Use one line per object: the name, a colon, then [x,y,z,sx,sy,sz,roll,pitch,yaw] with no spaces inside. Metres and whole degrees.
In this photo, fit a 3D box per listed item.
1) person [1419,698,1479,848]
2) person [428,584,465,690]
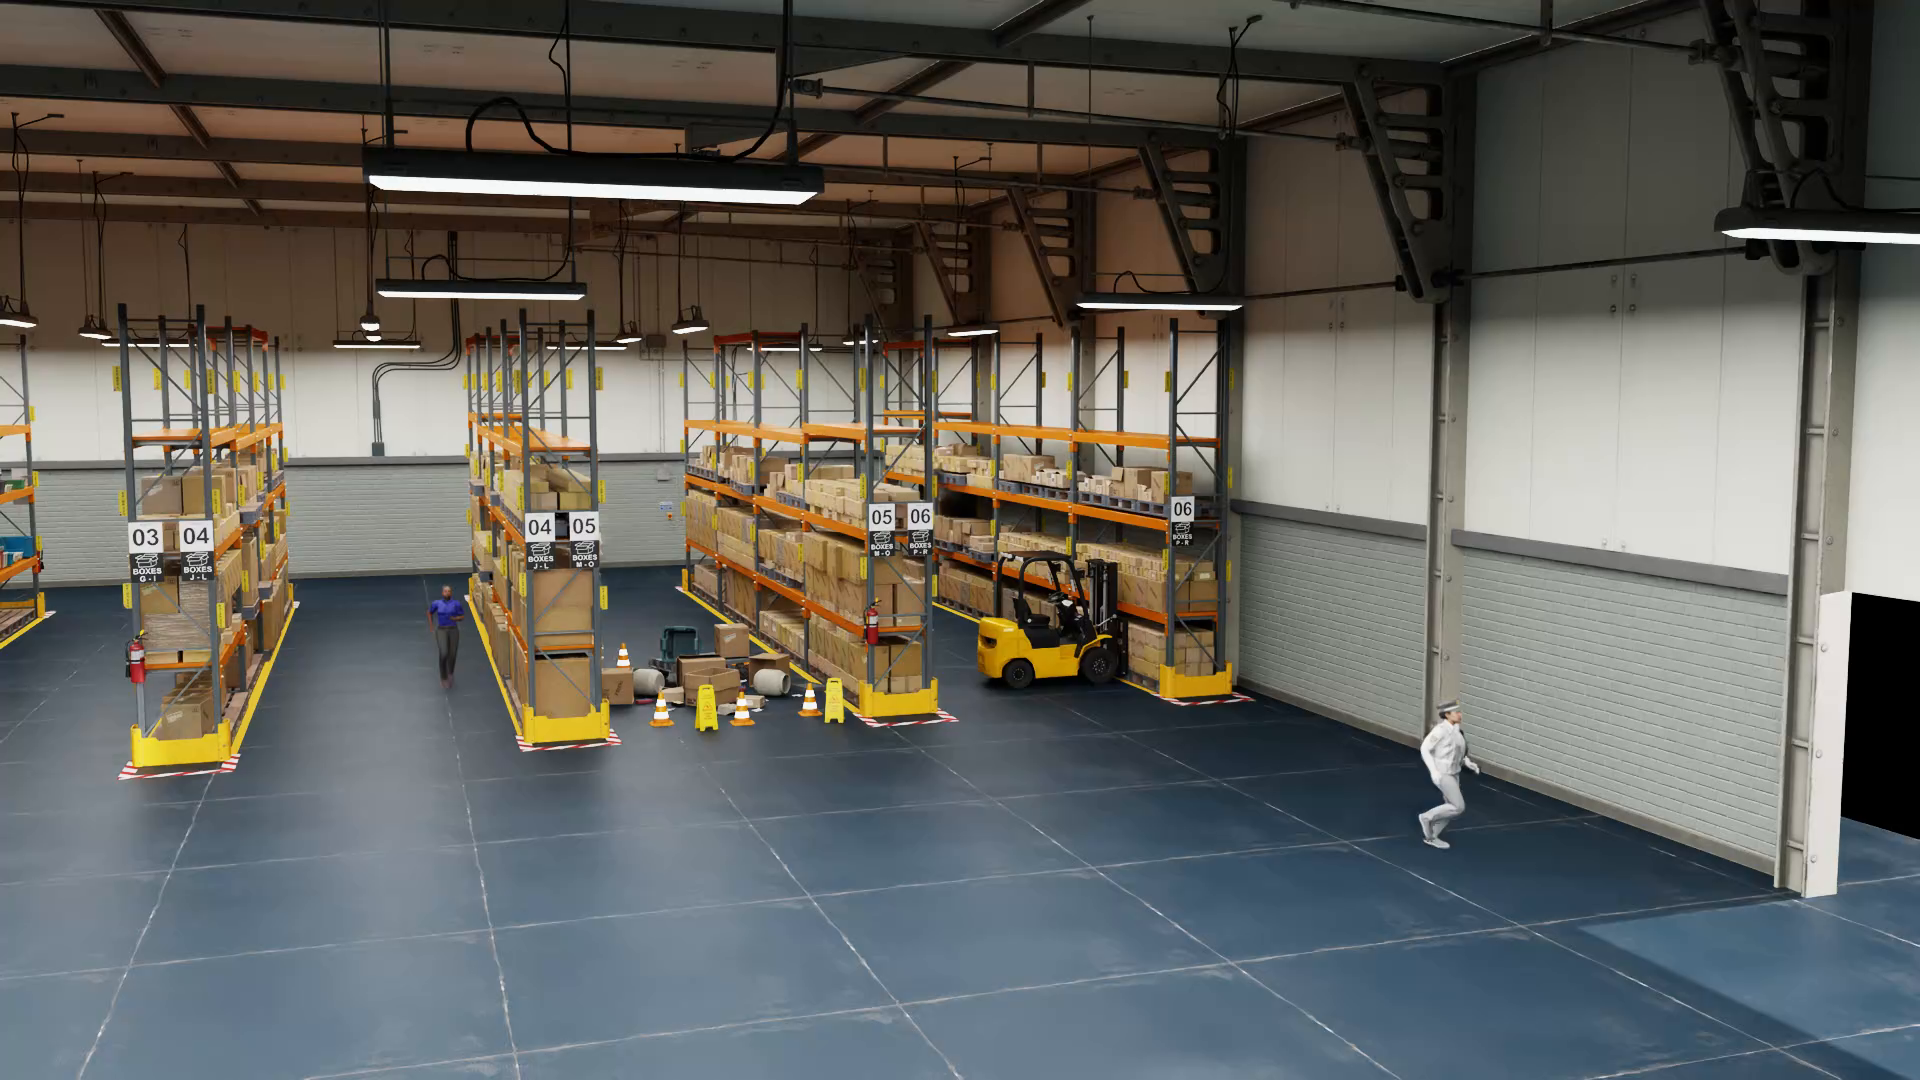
person: [5.246,2.502,17.808,0.575,1.645,0.602,5,7,41]
person: [-8.439,1.594,27.376,0.544,1.705,0.763,-3,6,-26]
